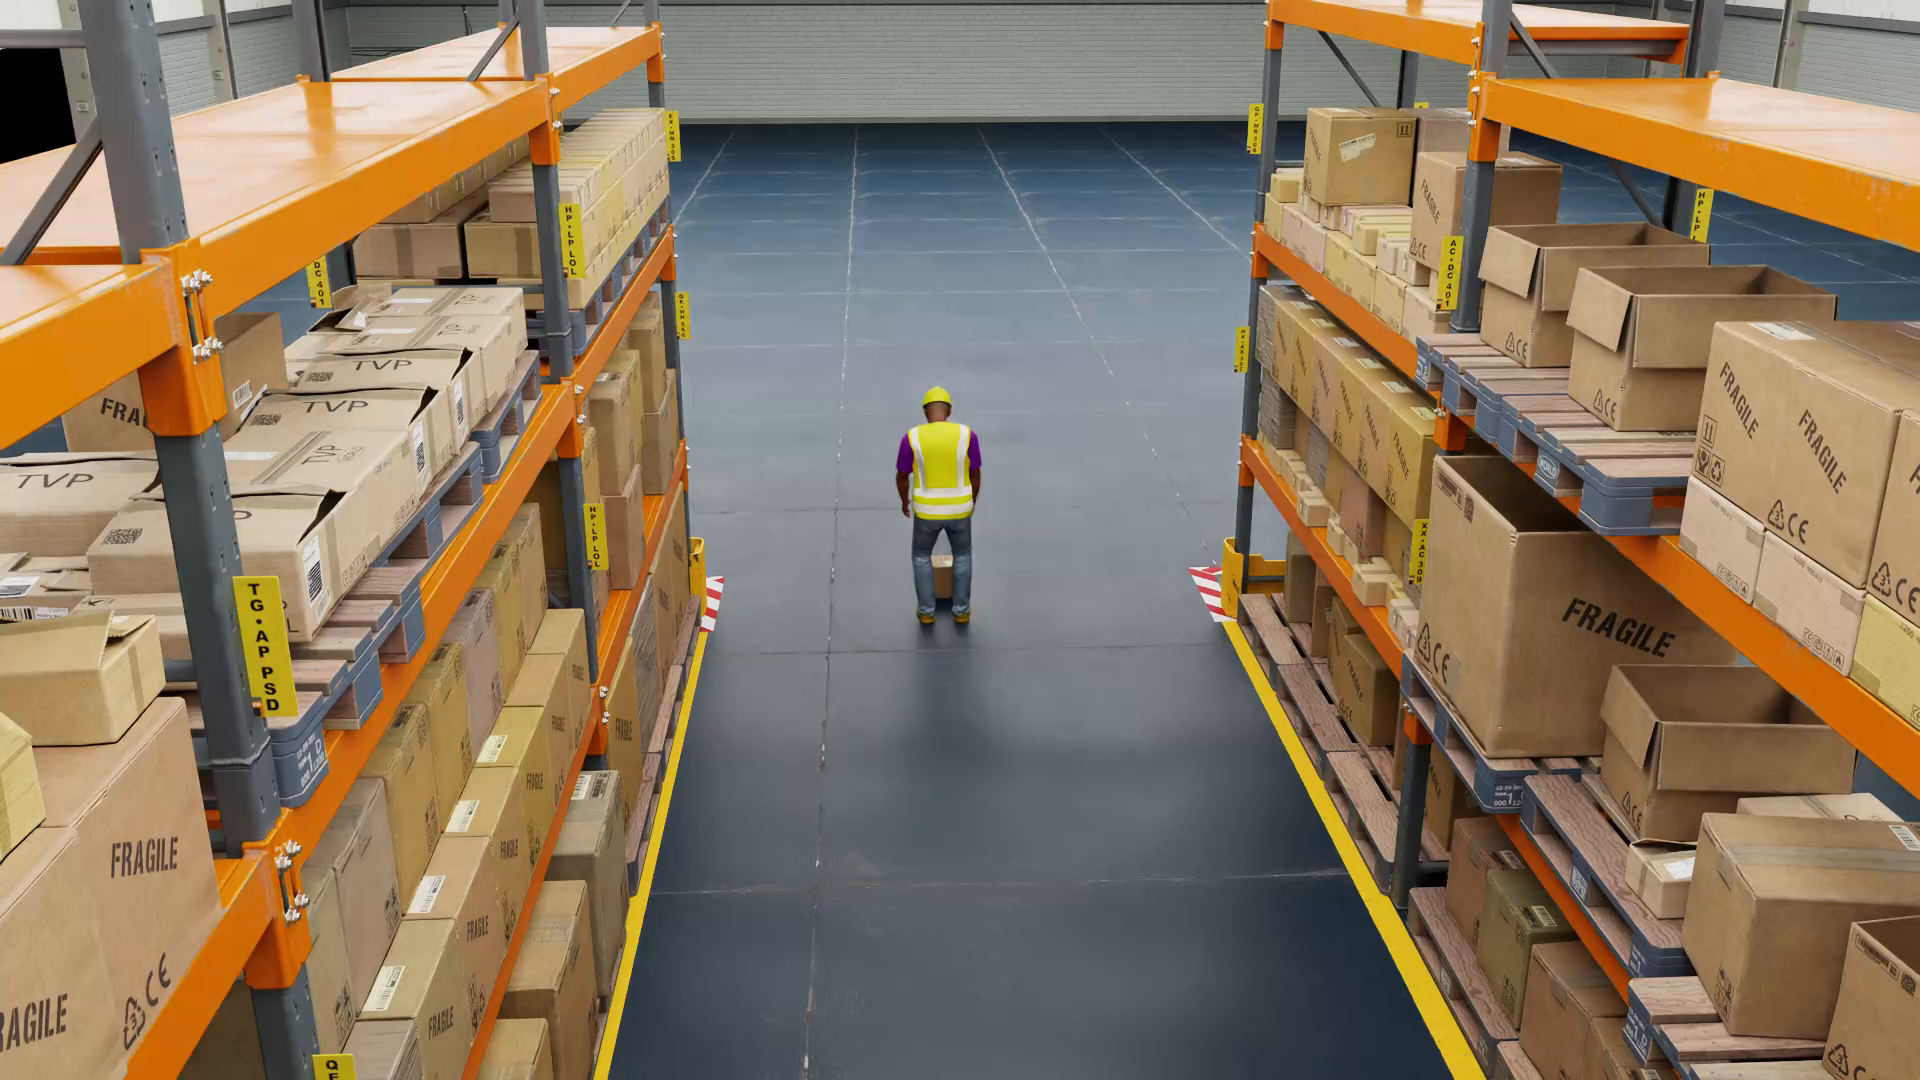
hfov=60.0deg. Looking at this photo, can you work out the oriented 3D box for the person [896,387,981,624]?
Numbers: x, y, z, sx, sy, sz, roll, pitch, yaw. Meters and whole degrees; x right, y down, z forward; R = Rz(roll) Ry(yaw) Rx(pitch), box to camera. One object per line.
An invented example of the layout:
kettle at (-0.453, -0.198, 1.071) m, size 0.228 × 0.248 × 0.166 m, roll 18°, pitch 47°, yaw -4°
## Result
person at (-0.152, -0.235, 11.804) m, size 0.602 × 1.682 × 0.511 m, roll -1°, pitch 20°, yaw -2°
